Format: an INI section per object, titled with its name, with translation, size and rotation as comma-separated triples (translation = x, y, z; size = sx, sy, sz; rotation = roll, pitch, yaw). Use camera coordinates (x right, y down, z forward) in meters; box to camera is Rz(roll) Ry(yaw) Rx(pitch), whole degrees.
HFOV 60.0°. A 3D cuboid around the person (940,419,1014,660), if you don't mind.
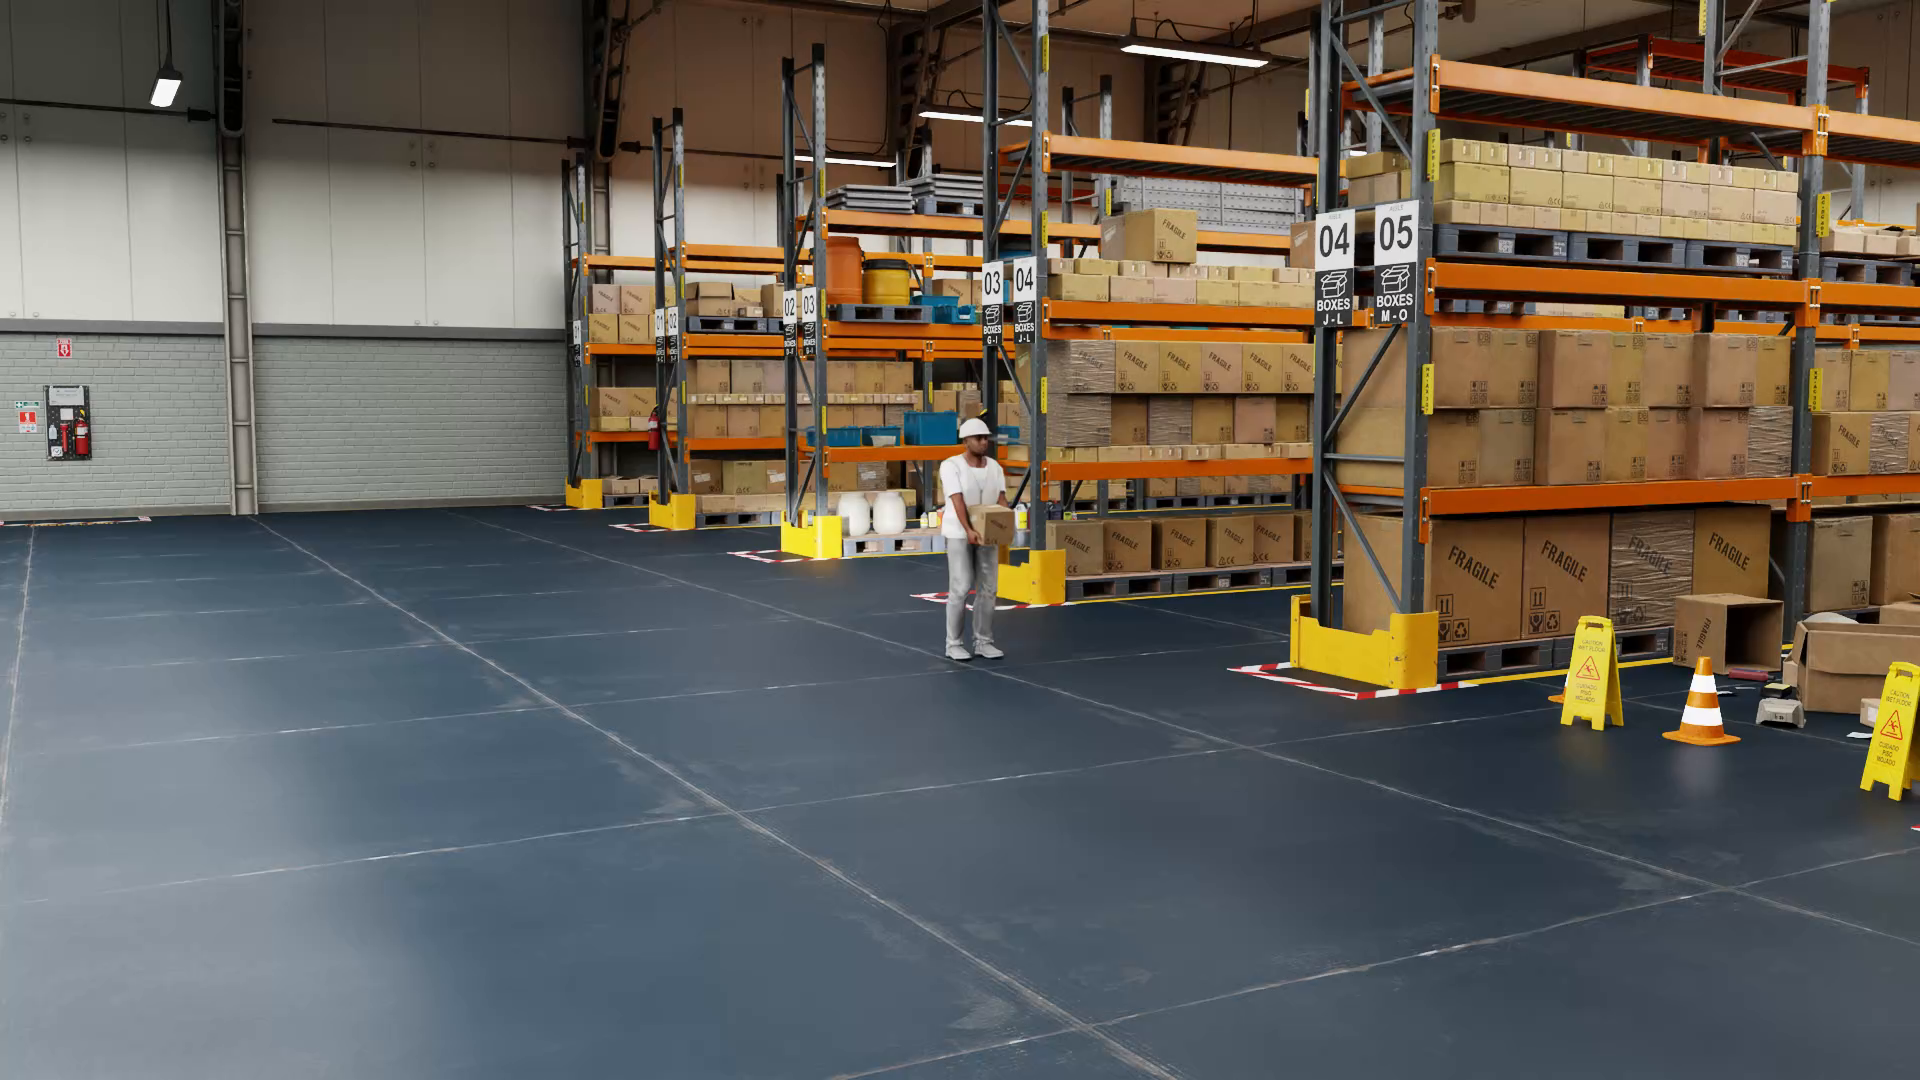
[person]
translation = 0.144, -0.006, 12.204
size = 0.505, 1.763, 0.563
rotation = -3, 6, -30
